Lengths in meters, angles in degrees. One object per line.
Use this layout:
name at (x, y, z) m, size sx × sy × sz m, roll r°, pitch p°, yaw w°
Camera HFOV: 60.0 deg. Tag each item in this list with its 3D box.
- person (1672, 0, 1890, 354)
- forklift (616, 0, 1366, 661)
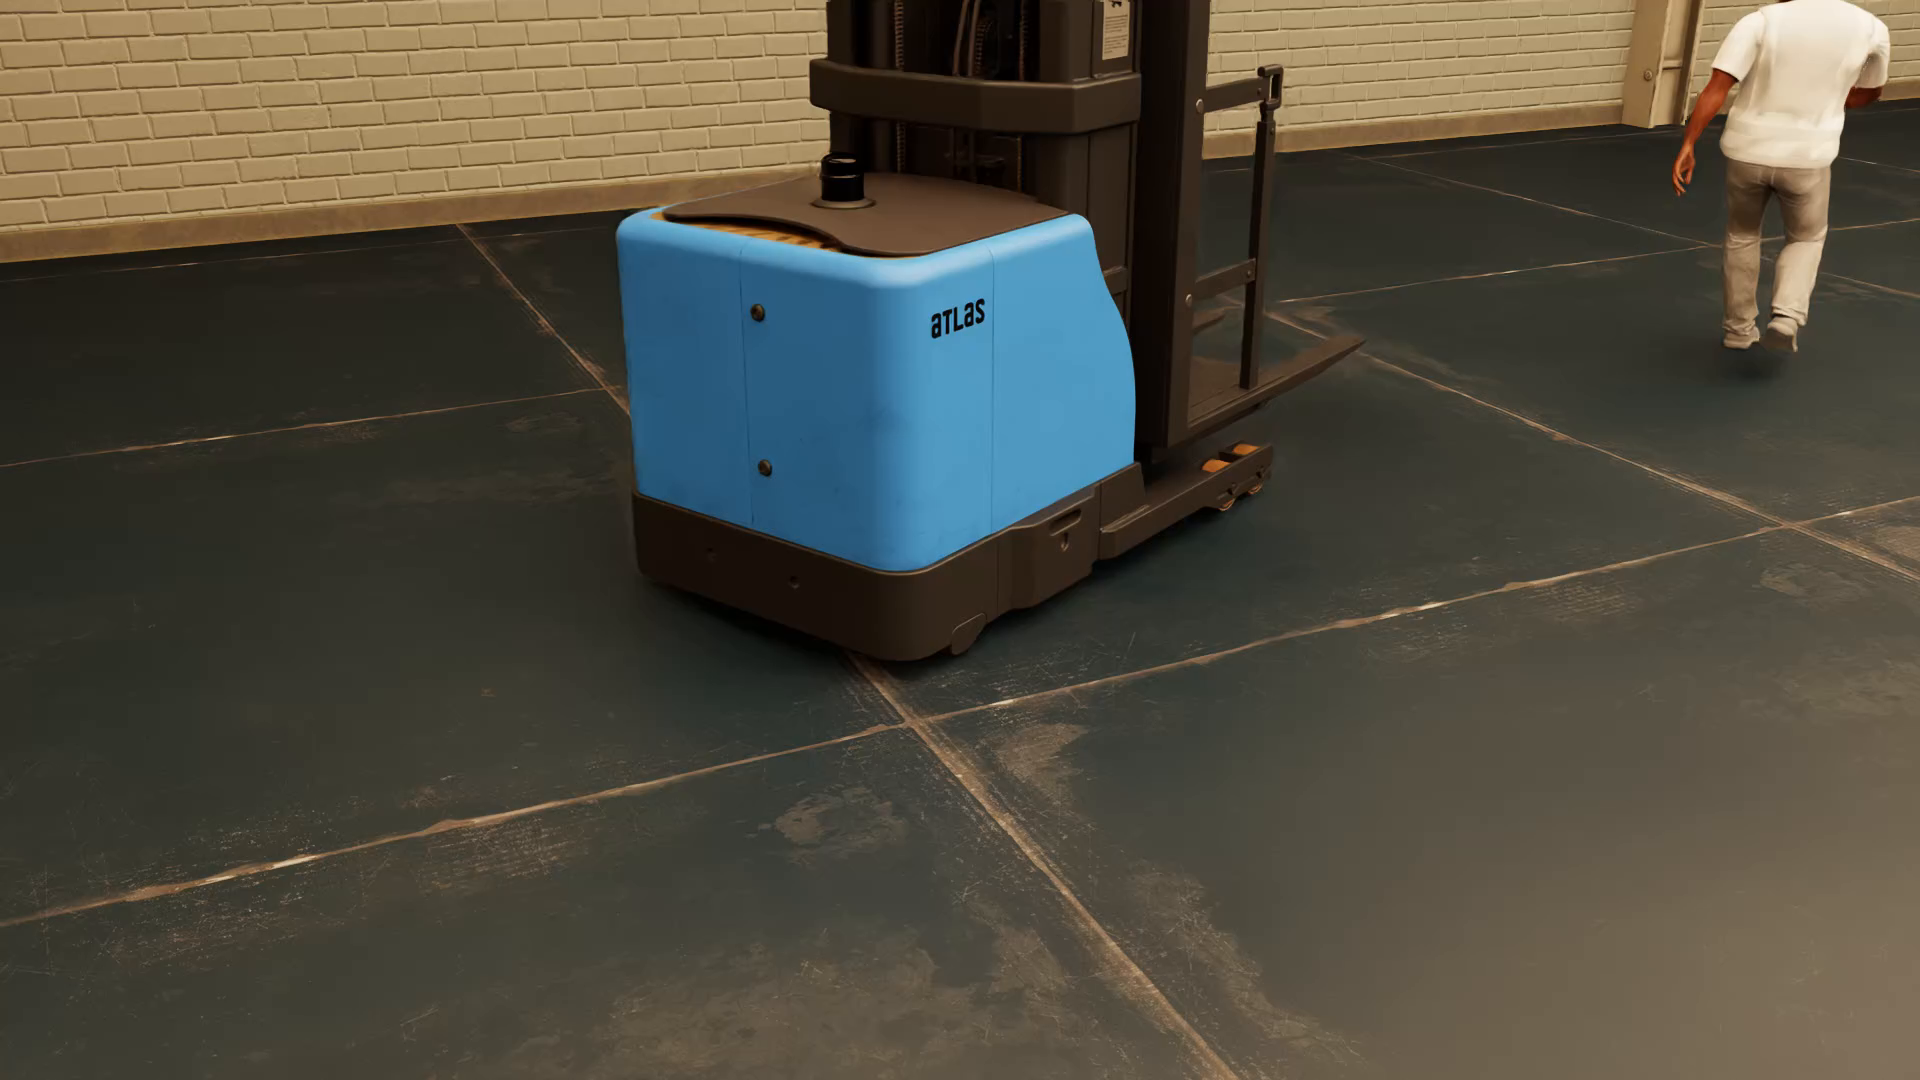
person at (3.271, -1.568, 6.678) m, size 0.694 × 1.700 × 0.707 m, roll 11°, pitch 25°, yaw 25°
forklift at (0.375, -1.547, 5.011) m, size 1.130 × 2.935 × 3.031 m, roll 16°, pitch 28°, yaw 34°
